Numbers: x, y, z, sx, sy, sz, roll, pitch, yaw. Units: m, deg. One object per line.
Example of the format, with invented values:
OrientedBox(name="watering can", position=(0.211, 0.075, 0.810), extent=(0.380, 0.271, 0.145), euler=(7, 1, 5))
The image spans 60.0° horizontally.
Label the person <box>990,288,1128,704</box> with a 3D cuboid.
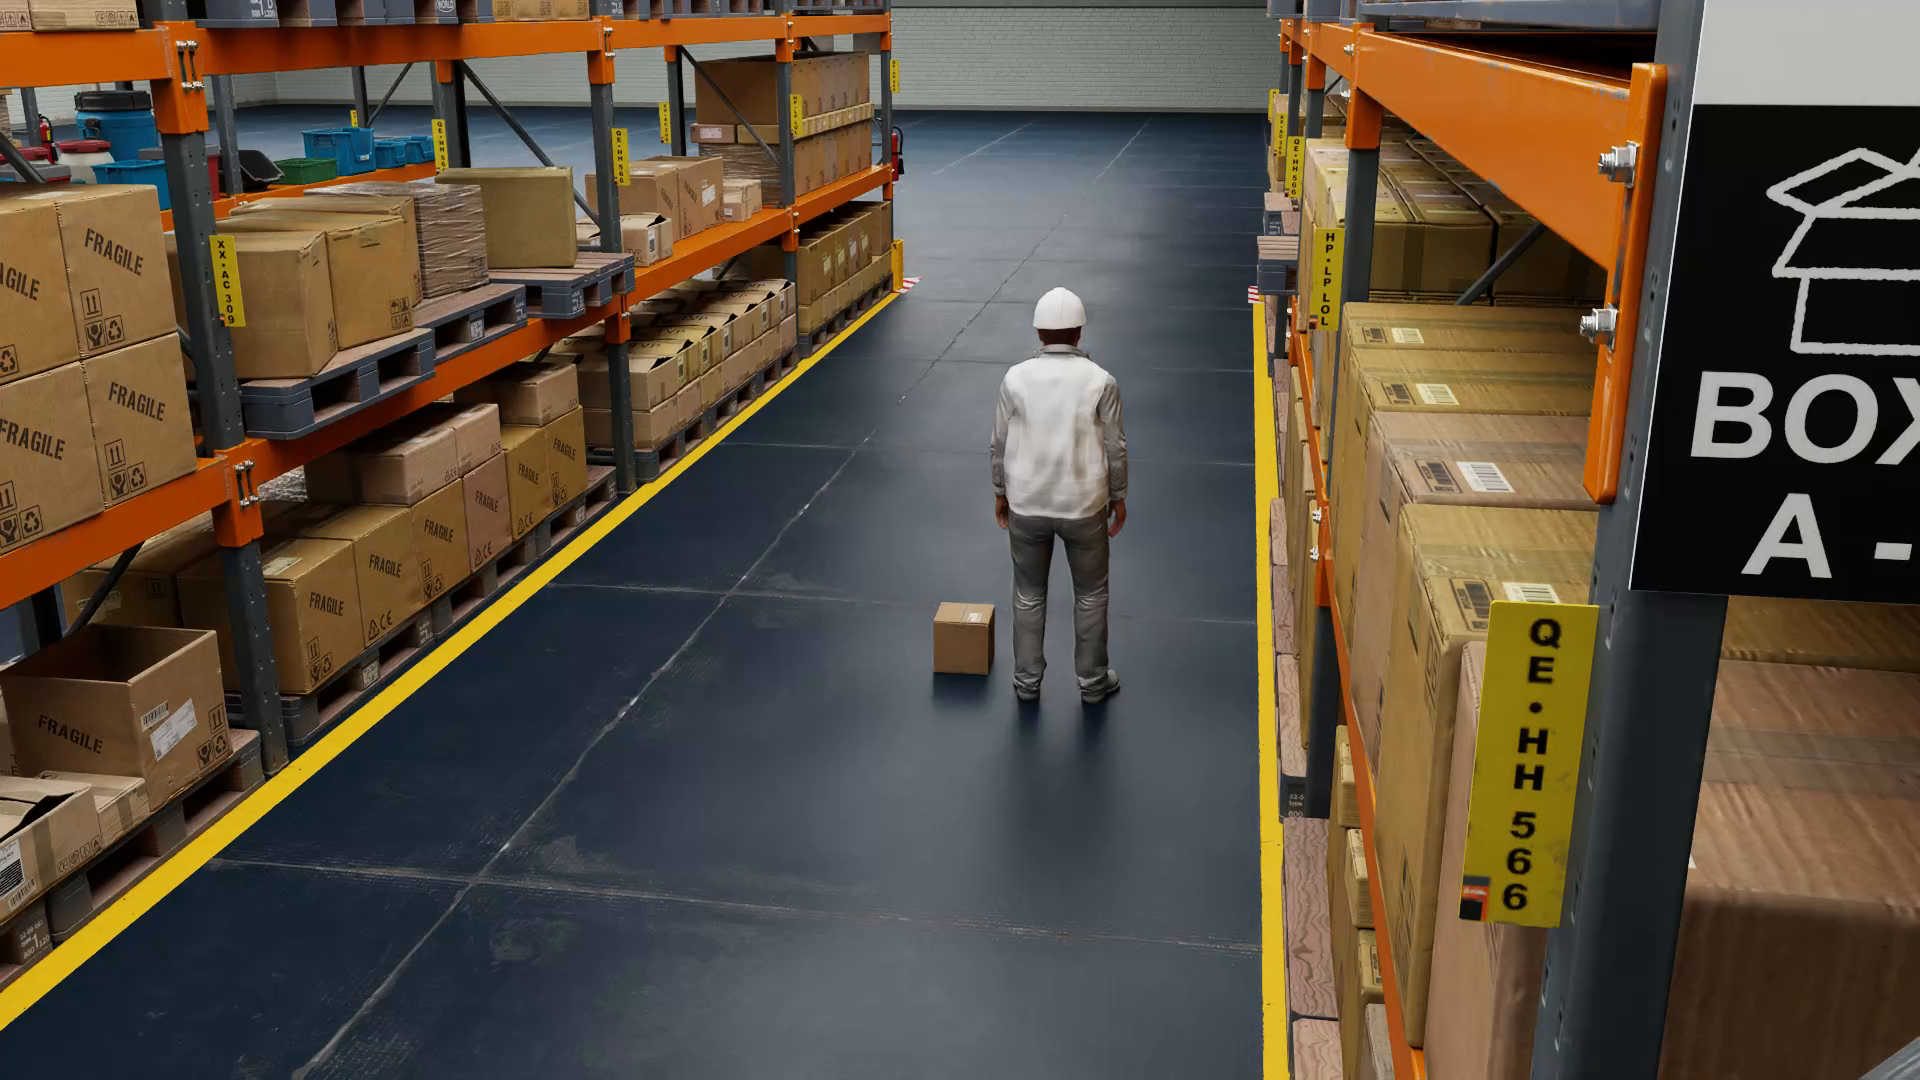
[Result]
OrientedBox(name="person", position=(0.420, -0.172, 7.046), extent=(0.579, 1.771, 0.463), euler=(3, 18, 10))
